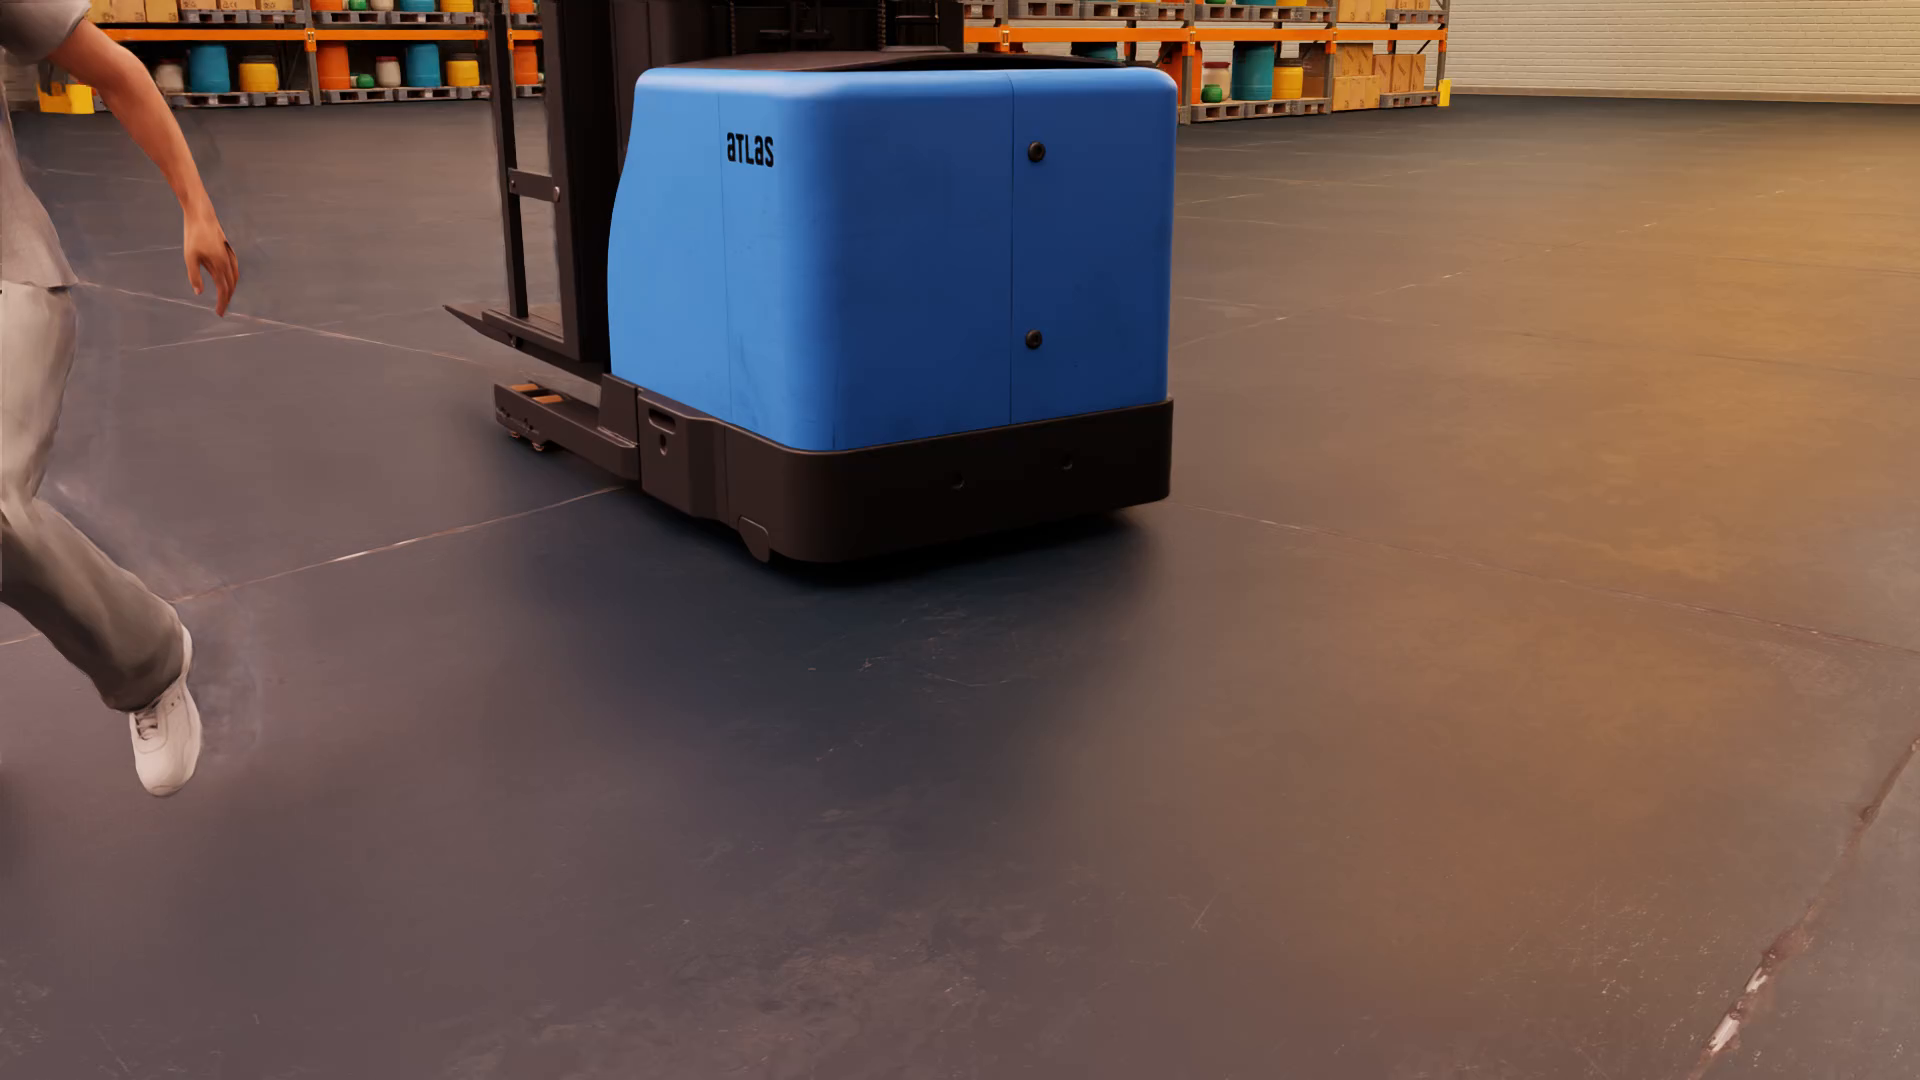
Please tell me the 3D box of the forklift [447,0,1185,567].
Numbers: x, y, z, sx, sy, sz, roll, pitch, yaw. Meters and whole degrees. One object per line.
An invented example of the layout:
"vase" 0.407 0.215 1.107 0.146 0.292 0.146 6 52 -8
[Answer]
"forklift" -0.709 -1.717 4.551 1.130 2.935 3.031 -11 20 -32

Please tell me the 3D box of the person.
"person" -1.502 -0.331 2.315 0.666 1.587 0.601 1 17 2
